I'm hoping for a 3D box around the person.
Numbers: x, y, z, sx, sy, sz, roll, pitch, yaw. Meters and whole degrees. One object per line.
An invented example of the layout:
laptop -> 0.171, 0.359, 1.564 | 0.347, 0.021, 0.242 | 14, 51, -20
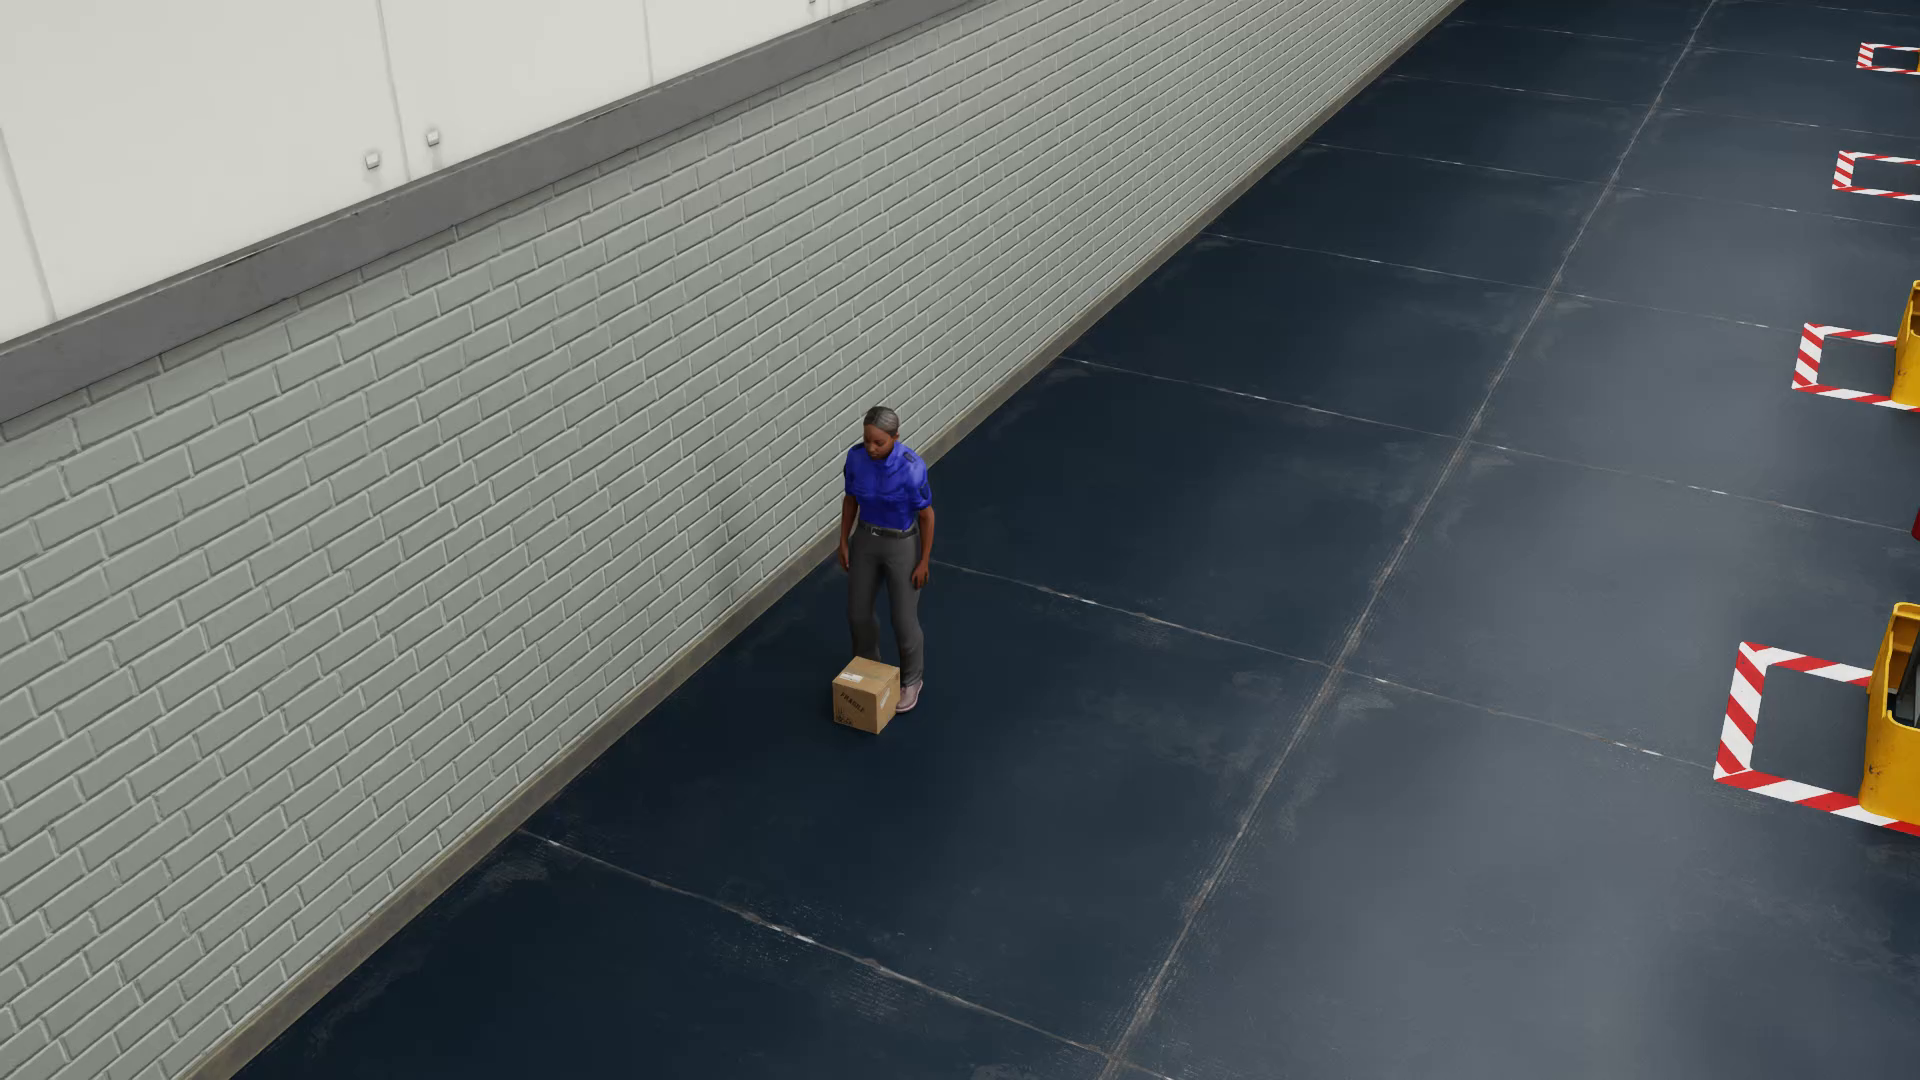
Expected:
person -> -0.373, 0.069, 8.186 | 0.510, 1.640, 0.348 | 13, 33, 21
